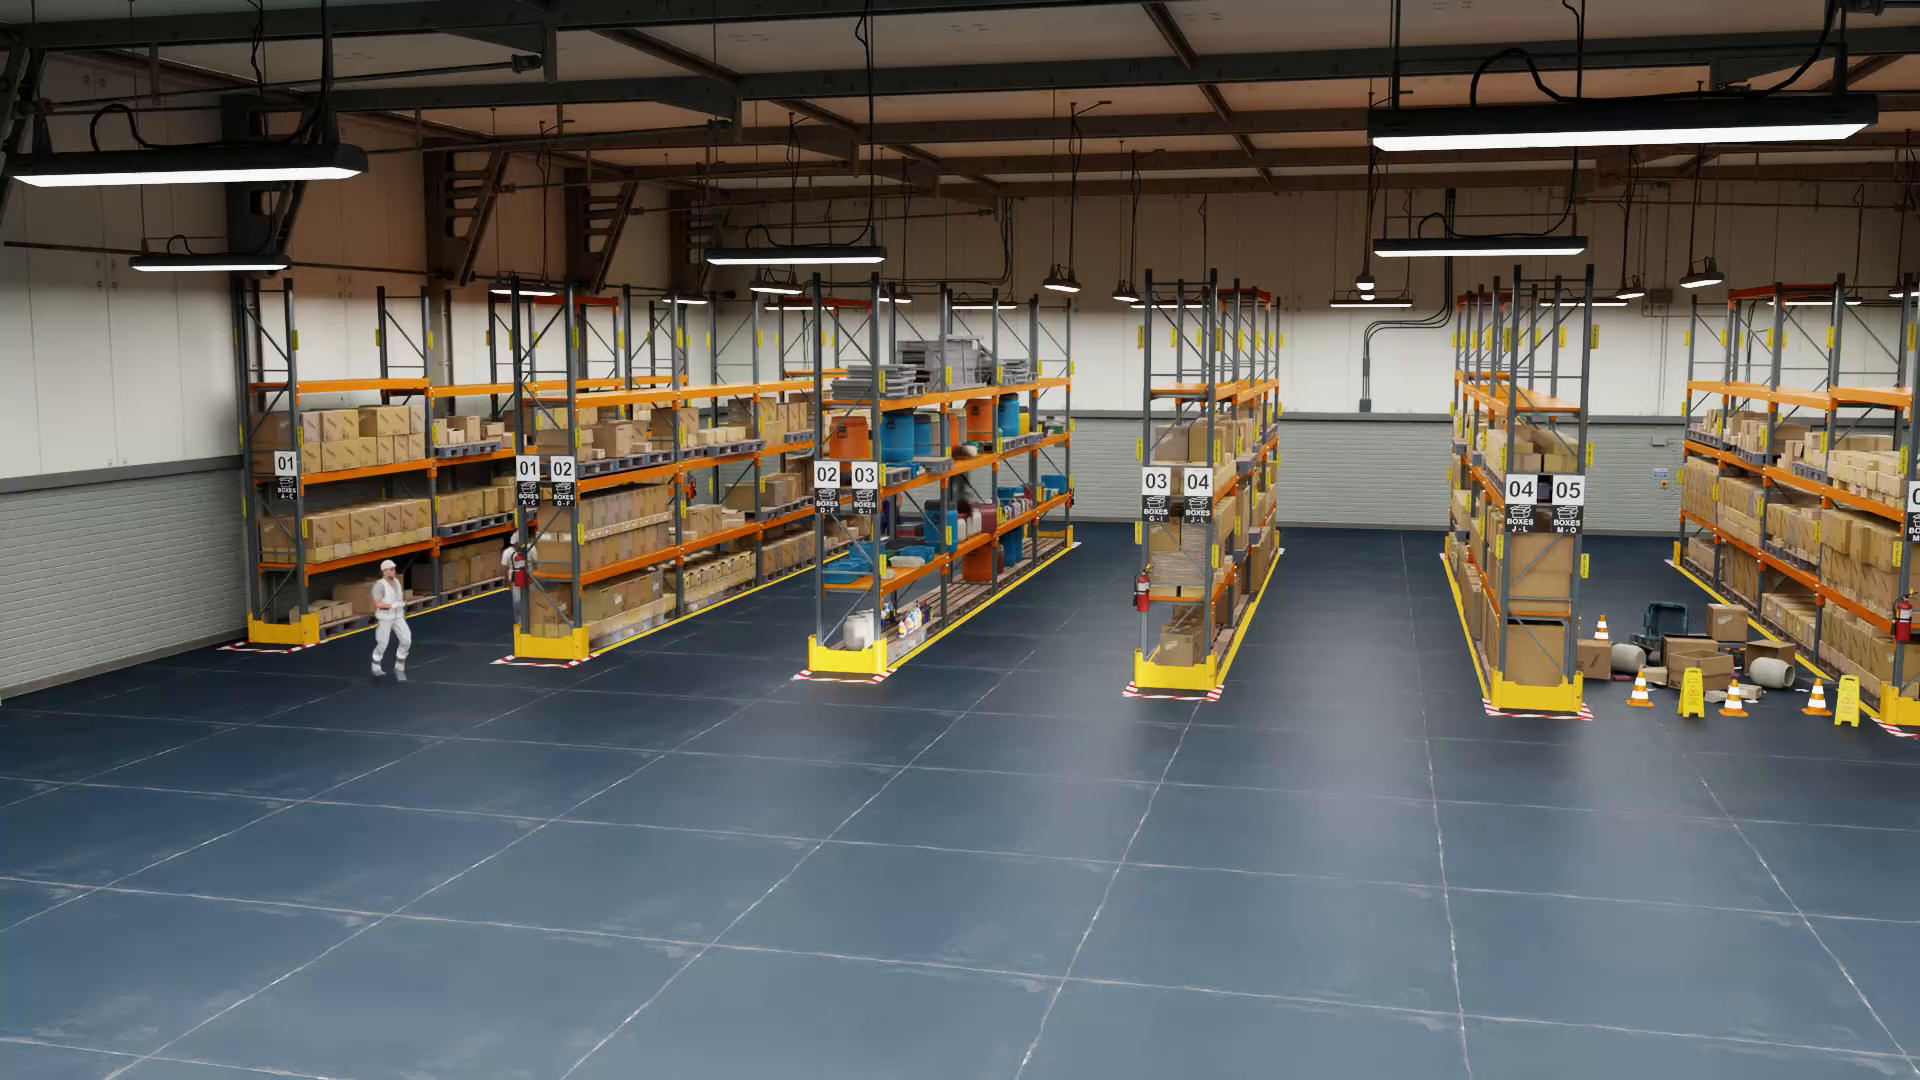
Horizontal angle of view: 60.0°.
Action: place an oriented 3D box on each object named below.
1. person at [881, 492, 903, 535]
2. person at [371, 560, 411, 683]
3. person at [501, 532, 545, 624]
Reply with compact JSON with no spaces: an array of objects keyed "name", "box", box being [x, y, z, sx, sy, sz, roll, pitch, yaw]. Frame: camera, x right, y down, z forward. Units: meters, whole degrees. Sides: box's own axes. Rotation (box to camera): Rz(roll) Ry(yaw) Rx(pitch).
[{"name":"person","box":[-1.803,-0.873,42.697,0.606,1.559,0.634,6,9,40]},{"name":"person","box":[-8.360,1.195,24.423,0.842,1.828,0.628,5,8,36]},{"name":"person","box":[-7.655,0.682,29.117,0.700,1.693,0.615,-3,8,-26]}]
